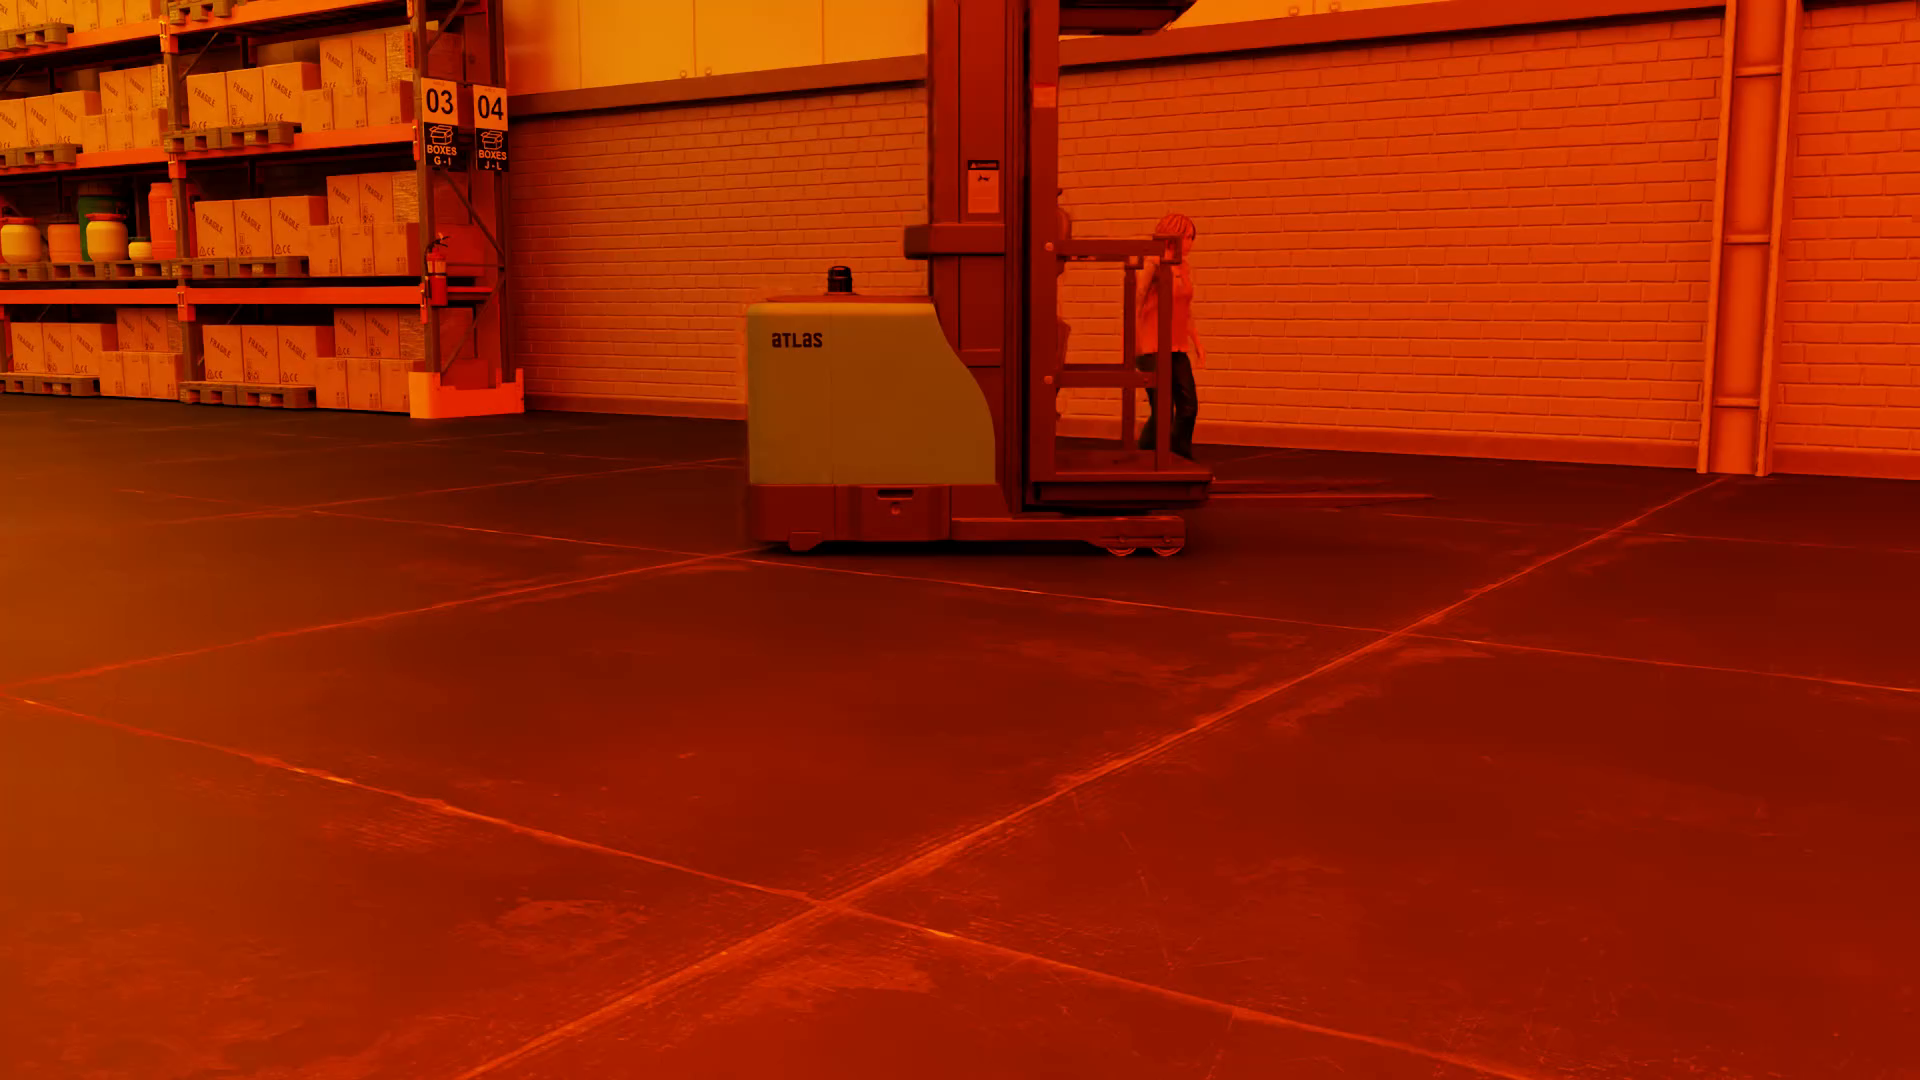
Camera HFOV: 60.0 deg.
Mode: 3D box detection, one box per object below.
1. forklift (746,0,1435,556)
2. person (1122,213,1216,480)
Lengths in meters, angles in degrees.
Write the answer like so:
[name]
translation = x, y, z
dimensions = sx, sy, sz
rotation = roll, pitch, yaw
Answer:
[forklift]
translation = 0.578, -1.457, 7.439
dimensions = 3.031, 2.935, 1.130
rotation = 0, 8, -3
[person]
translation = 1.176, -1.054, 9.451
dimensions = 0.341, 1.571, 0.690
rotation = 7, 11, 40
